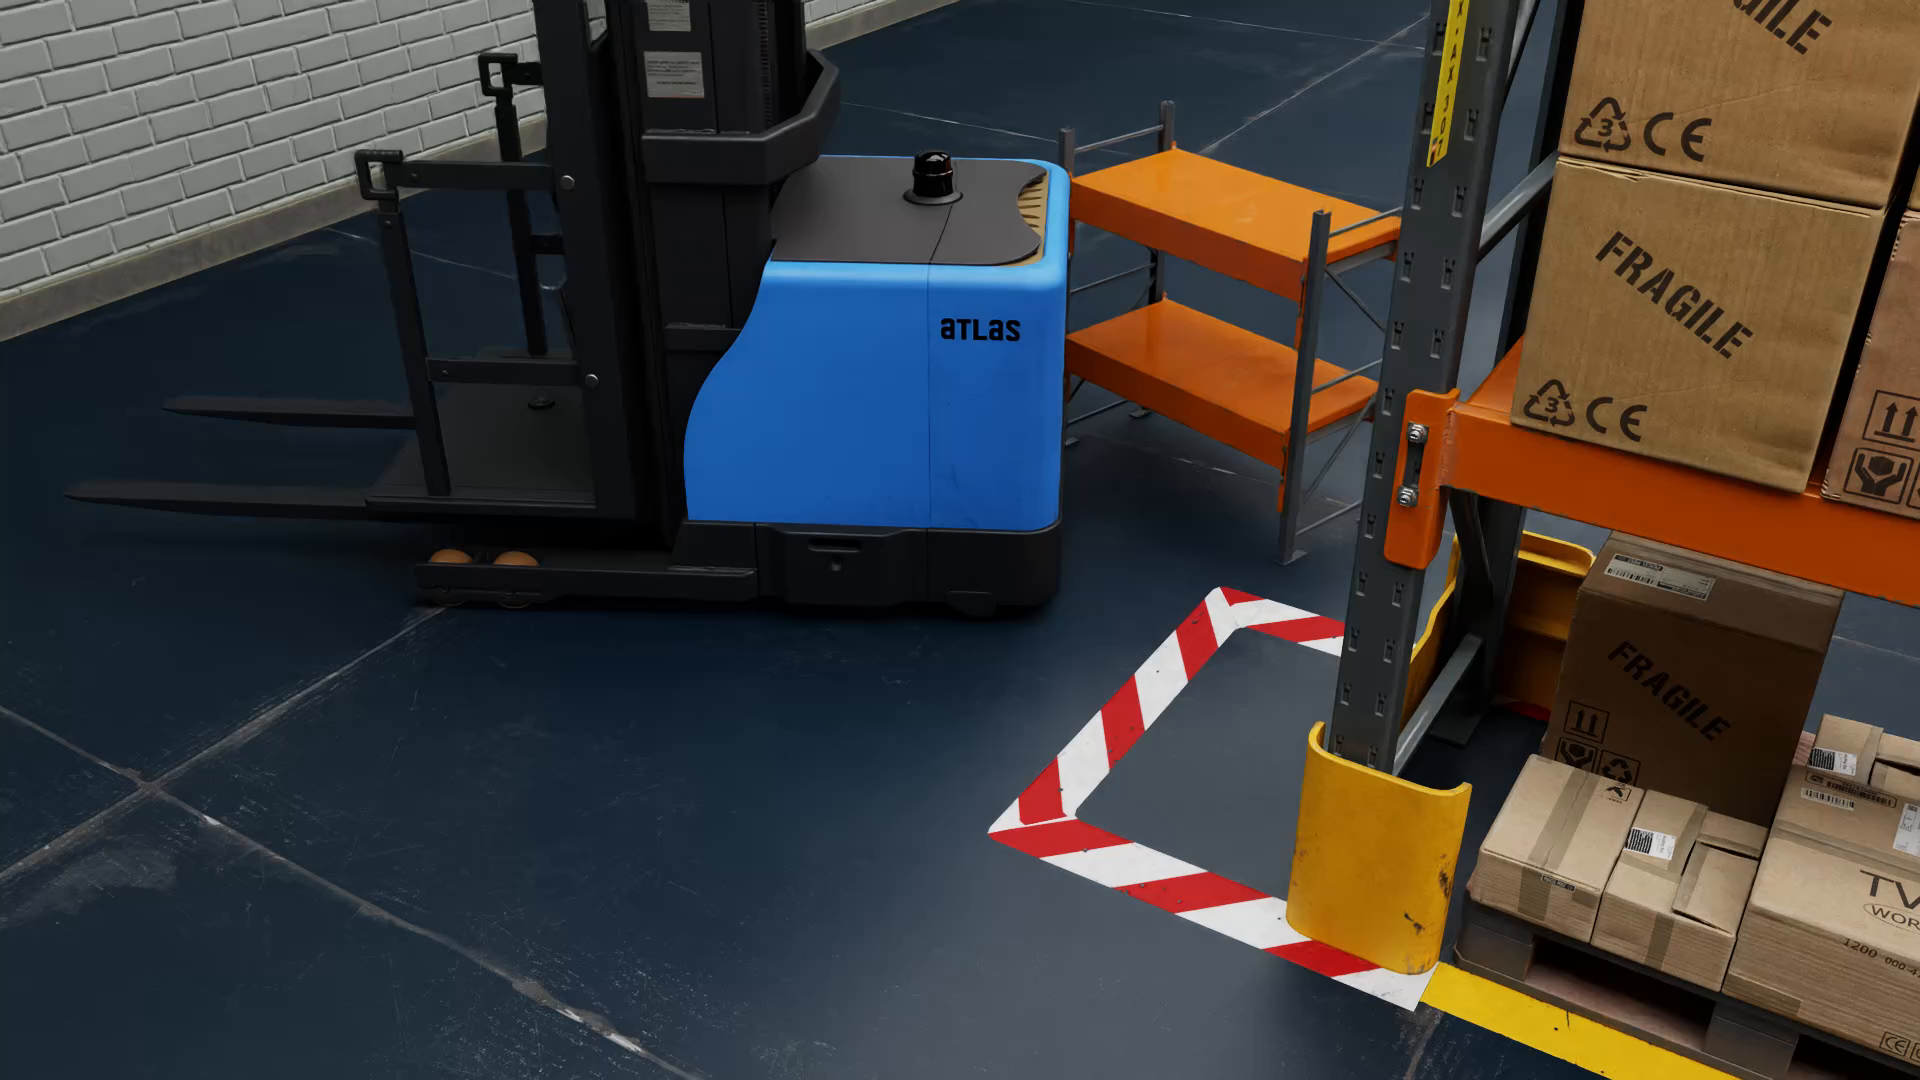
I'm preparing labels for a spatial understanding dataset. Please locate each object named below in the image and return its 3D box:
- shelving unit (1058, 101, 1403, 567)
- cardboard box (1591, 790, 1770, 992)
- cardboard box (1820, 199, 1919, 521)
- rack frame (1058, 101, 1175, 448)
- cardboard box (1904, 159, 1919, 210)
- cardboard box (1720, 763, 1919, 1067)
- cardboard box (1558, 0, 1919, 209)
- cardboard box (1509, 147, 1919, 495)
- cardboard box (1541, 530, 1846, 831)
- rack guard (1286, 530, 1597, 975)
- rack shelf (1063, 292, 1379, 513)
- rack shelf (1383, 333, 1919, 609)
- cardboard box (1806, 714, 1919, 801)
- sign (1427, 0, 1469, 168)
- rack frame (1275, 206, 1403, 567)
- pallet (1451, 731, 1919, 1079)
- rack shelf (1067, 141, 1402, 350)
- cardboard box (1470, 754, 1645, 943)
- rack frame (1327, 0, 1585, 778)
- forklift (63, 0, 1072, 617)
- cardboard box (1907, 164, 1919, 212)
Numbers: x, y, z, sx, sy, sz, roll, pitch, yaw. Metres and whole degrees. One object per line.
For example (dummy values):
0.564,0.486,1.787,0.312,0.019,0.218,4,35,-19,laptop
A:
0.842,-0.687,5.307,0.538,1.125,1.048,-24,38,-34,shelving unit
1.491,0.709,3.432,0.250,0.166,0.380,18,35,27,cardboard box
1.783,-0.326,2.733,0.500,0.500,0.500,17,34,27,cardboard box
0.512,-0.882,5.642,0.500,1.125,0.032,-24,38,-34,rack frame
1.631,-0.690,3.356,0.500,0.500,0.500,19,35,29,cardboard box
1.841,0.748,3.283,0.500,0.250,0.500,18,35,27,cardboard box
1.343,-0.894,2.714,0.500,0.500,0.500,19,35,29,cardboard box
1.343,-0.462,2.966,0.500,0.500,0.500,18,35,28,cardboard box
1.699,0.280,3.837,0.500,0.500,0.500,18,35,27,cardboard box
1.172,0.450,3.983,0.348,0.500,1.175,18,35,27,rack guard
0.843,-0.476,5.431,0.538,0.278,1.000,-24,38,-34,rack shelf
2.801,0.196,2.651,4.000,0.370,1.077,18,35,27,rack shelf
1.994,0.571,3.669,0.250,0.166,0.380,18,35,27,cardboard box
0.819,-0.792,2.772,0.005,0.325,0.100,18,35,27,sign
1.171,-0.491,4.972,0.500,1.125,0.032,-24,38,-34,rack frame
1.847,0.788,3.690,1.213,0.211,1.003,18,35,27,pallet
0.840,-0.939,5.159,0.538,0.278,1.000,-24,38,-34,rack shelf
1.279,0.650,3.551,0.250,0.149,0.380,18,35,27,cardboard box
1.107,-0.650,3.388,0.127,3.000,1.000,18,35,27,rack frame
-1.191,-1.327,4.615,3.031,2.935,1.130,2,30,3,forklift
1.790,-0.757,2.479,0.500,0.500,0.500,18,35,28,cardboard box
